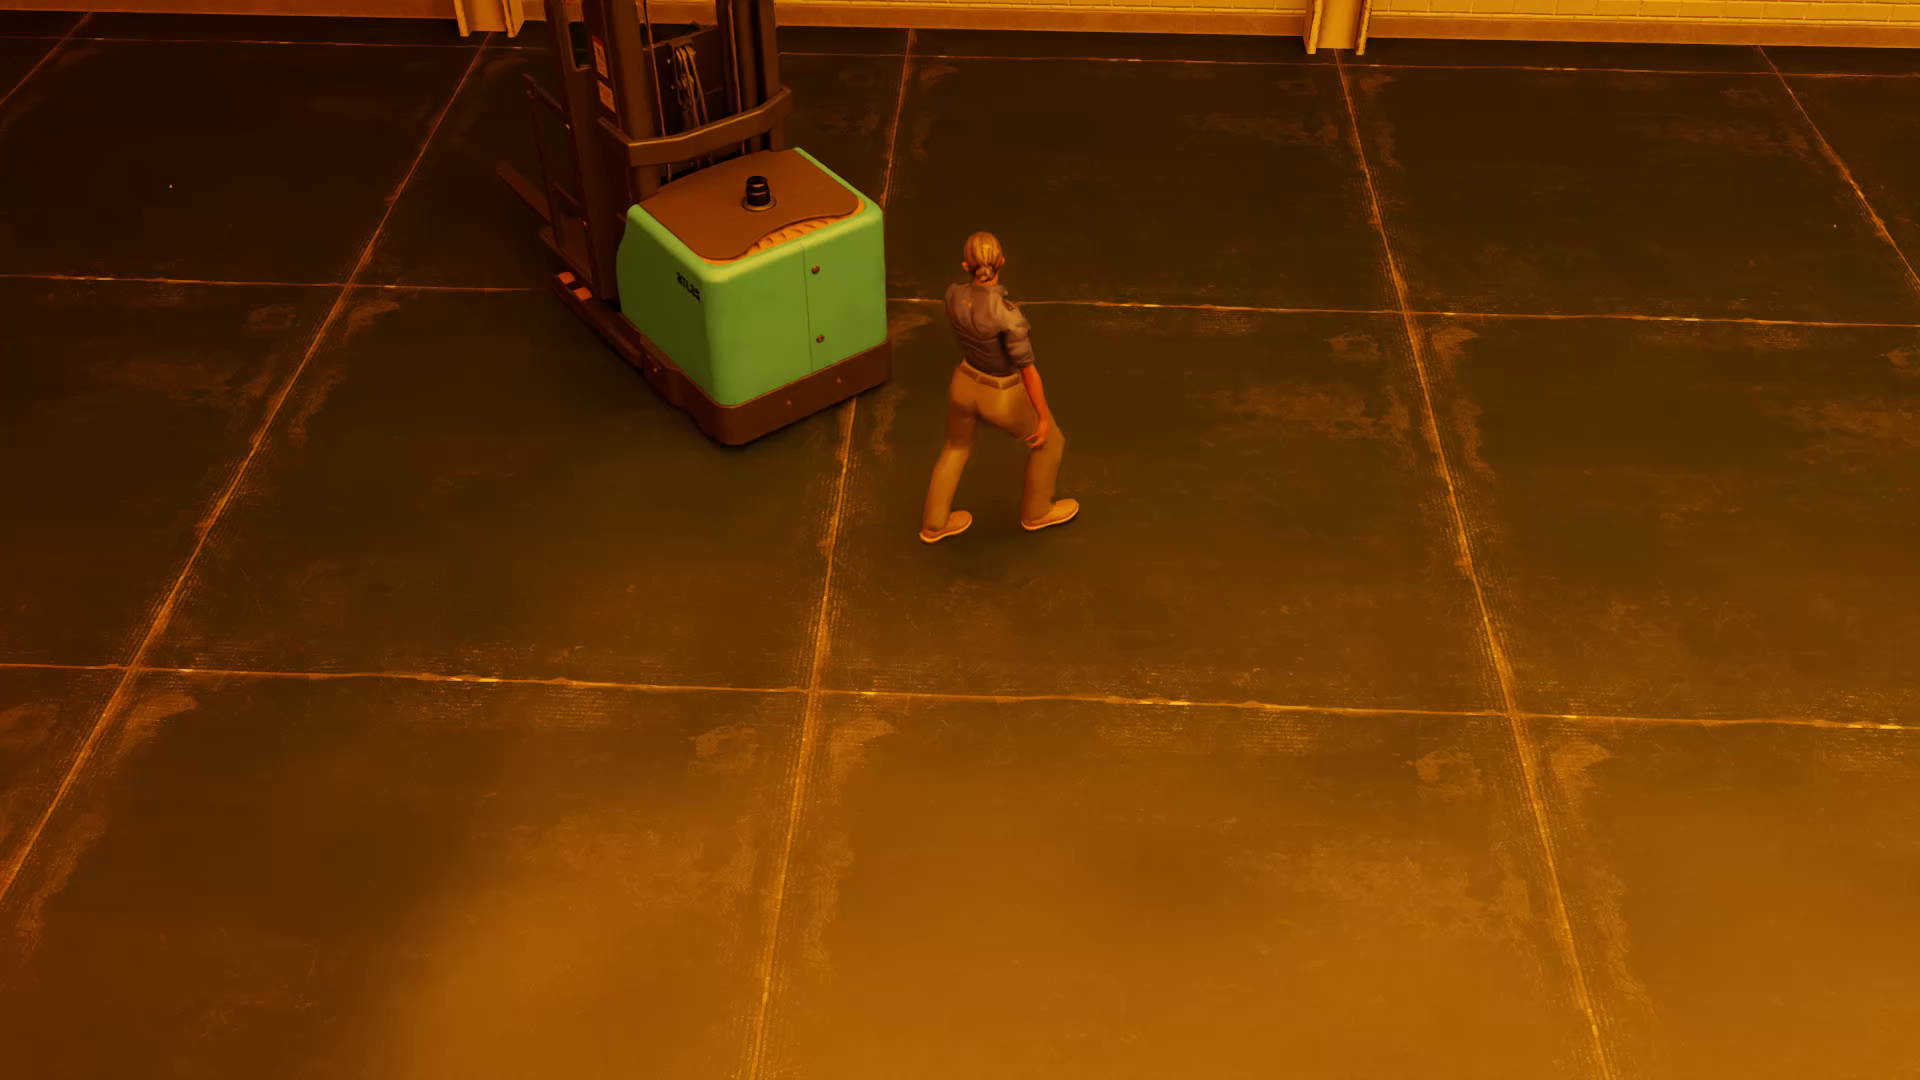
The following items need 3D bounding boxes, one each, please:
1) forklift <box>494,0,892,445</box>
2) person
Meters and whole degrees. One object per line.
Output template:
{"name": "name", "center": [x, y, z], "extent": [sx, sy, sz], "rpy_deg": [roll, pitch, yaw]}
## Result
{"name": "forklift", "center": [-1.647, -2.503, 8.484], "extent": [1.130, 2.935, 3.031], "rpy_deg": [-27, 49, -26]}
{"name": "person", "center": [0.191, -0.676, 7.479], "extent": [0.586, 1.593, 0.710], "rpy_deg": [26, 49, 26]}
